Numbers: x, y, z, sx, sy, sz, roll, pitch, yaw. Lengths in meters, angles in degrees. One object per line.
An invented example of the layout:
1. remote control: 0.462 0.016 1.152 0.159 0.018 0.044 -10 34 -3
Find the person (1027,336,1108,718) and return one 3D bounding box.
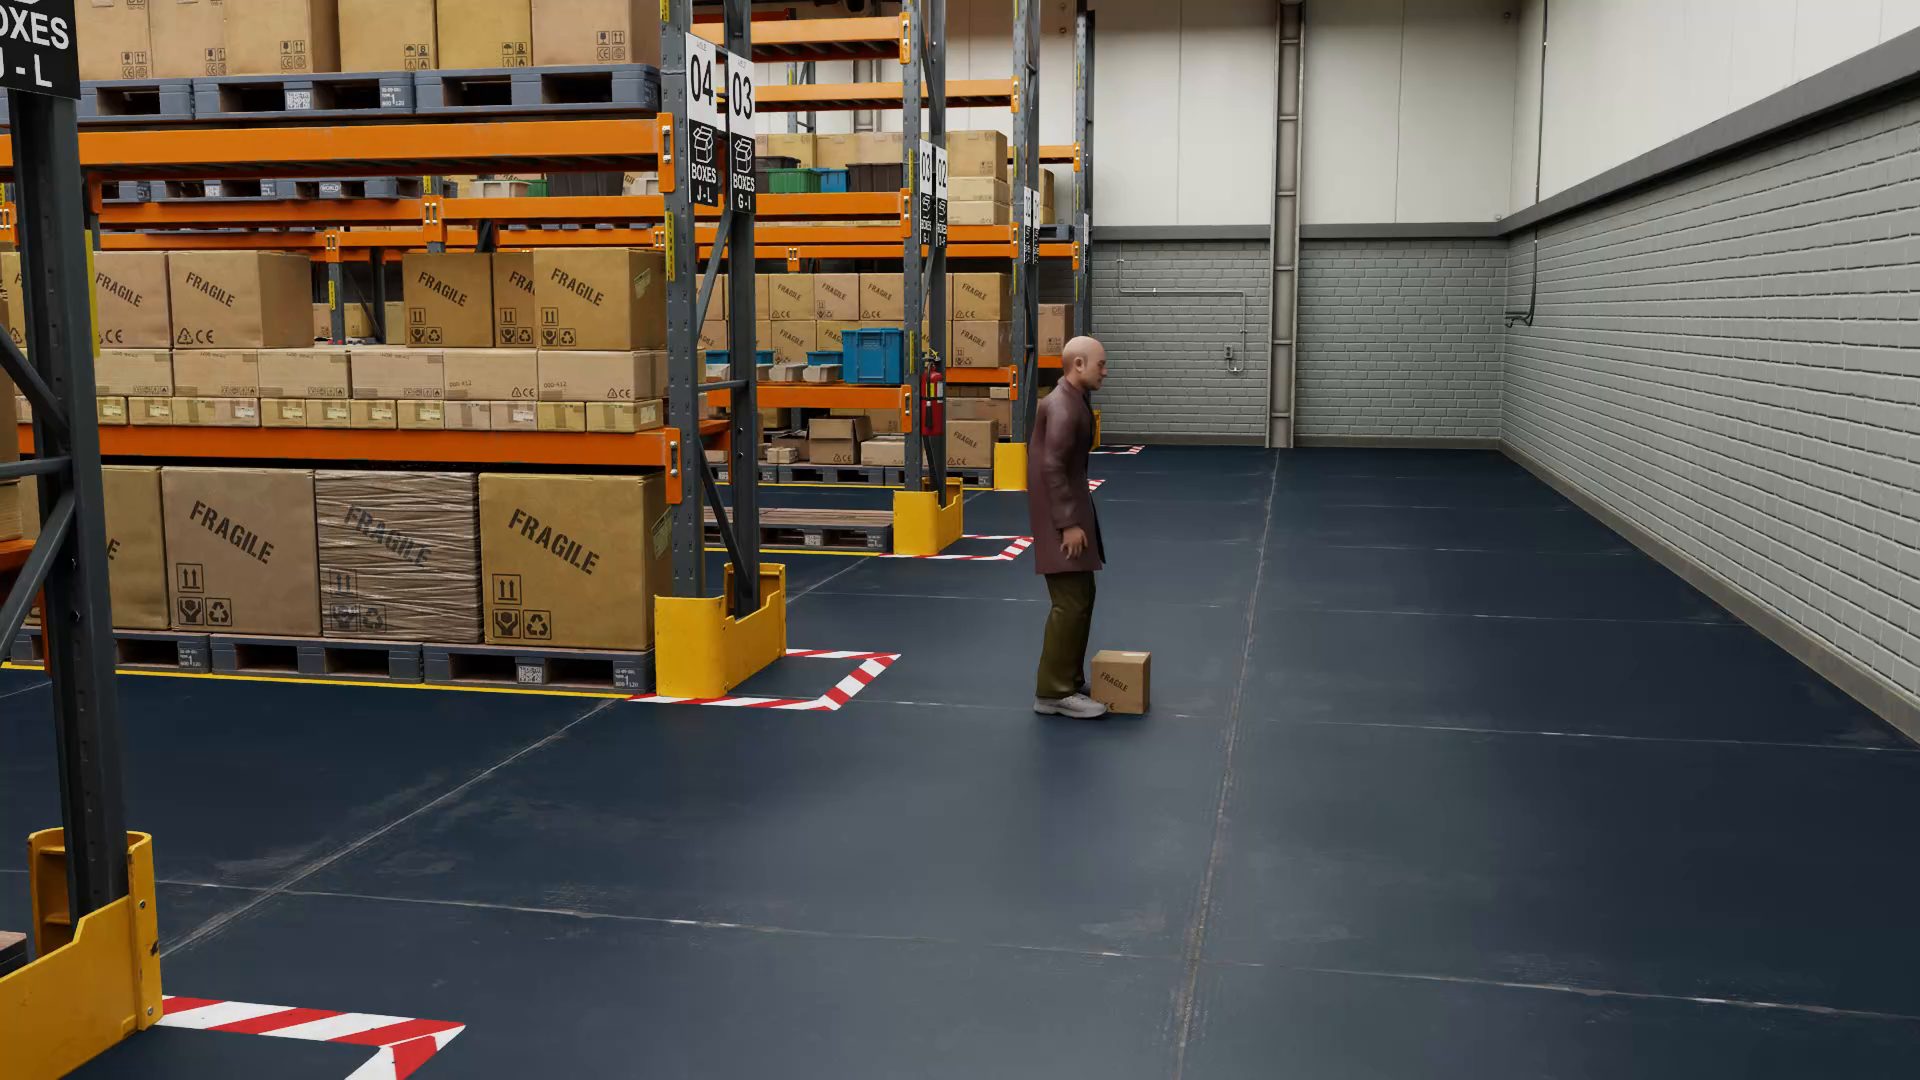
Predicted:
1. person: 0.531 -0.079 7.935 0.423 1.774 0.642 2 8 11
